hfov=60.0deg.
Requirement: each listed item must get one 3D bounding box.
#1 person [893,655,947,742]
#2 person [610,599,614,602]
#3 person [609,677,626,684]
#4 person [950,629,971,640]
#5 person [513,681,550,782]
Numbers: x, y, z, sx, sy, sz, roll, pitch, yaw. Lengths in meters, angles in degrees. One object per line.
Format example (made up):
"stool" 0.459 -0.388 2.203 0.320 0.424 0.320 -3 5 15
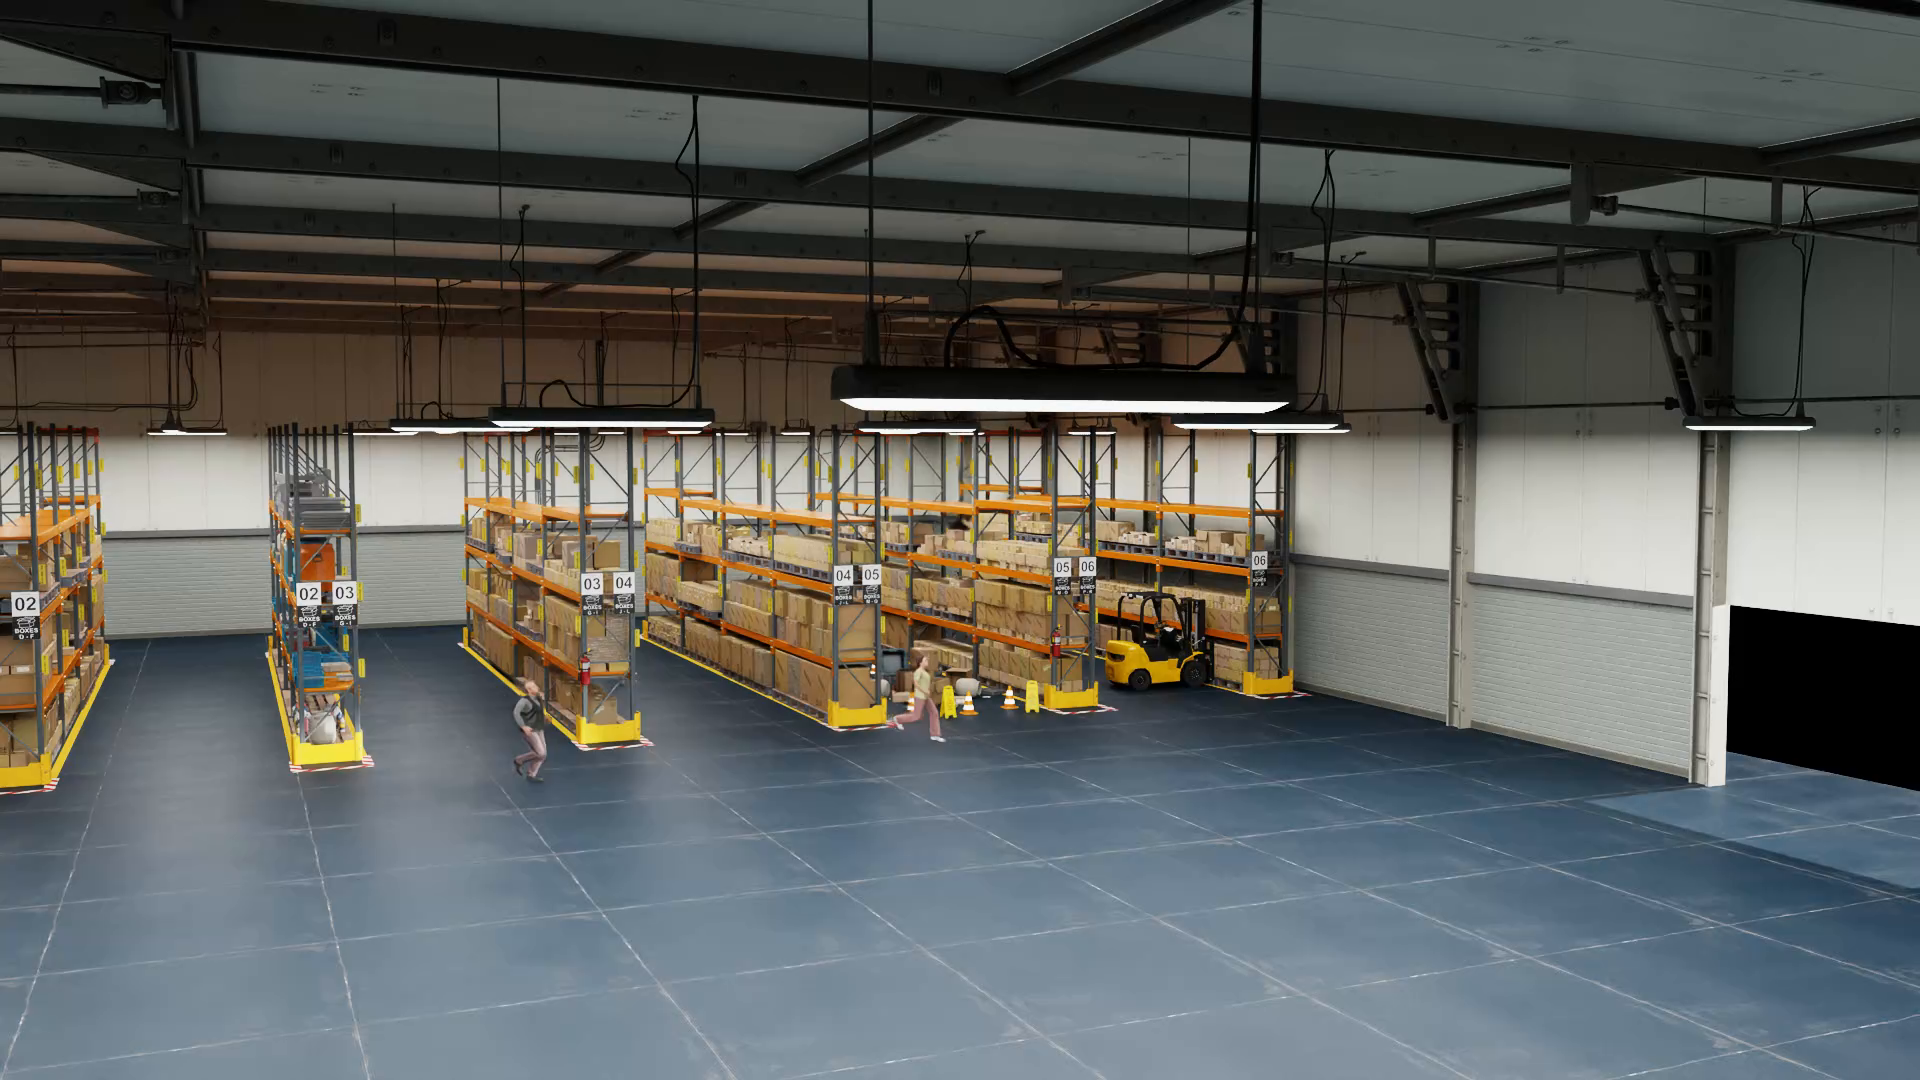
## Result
"person" -0.756 3.000 31.473 1.039 1.657 0.556 1 4 20
"person" -9.477 2.198 45.527 0.577 1.547 0.918 -2 4 -28
"person" -8.046 2.499 39.030 0.600 1.716 0.812 -2 4 -30
"person" 0.020 2.064 46.793 0.573 1.665 0.932 -2 4 -29
"person" -7.124 3.194 27.696 0.553 1.683 0.706 1 4 13
